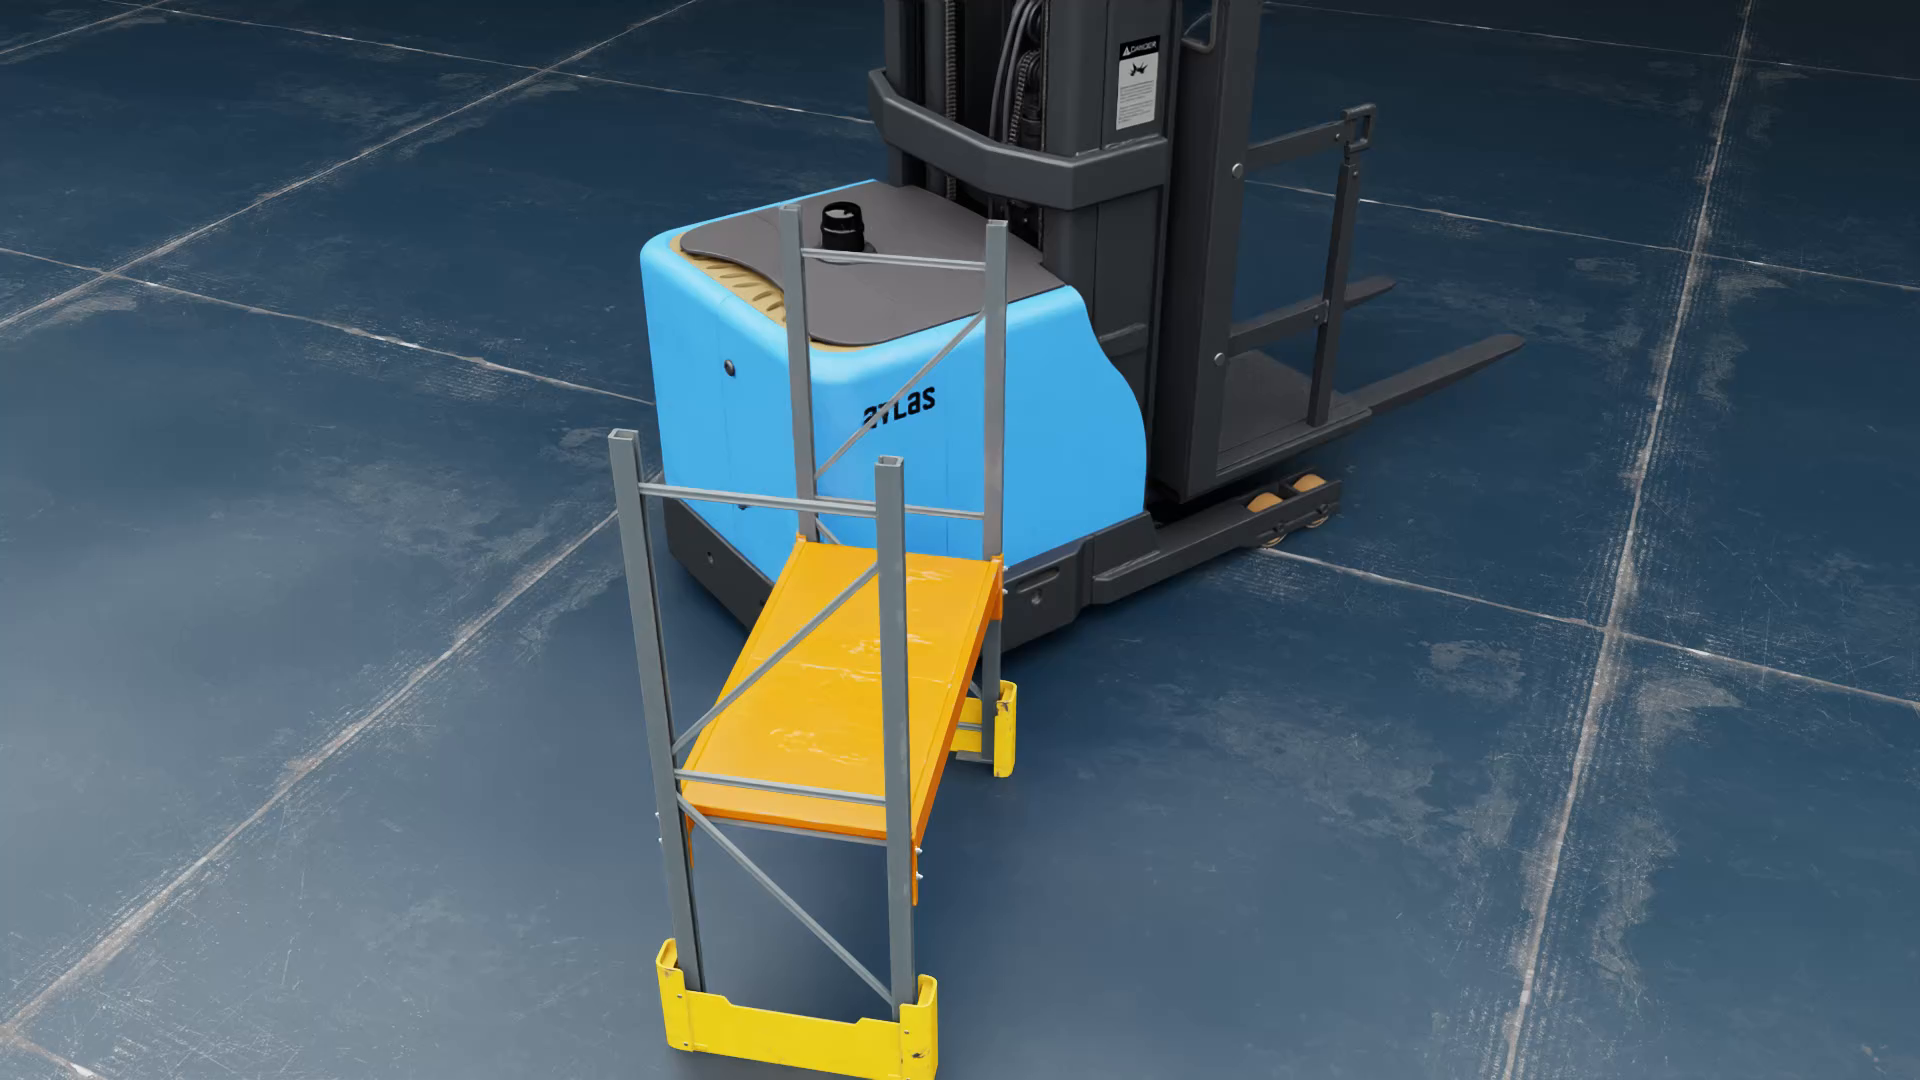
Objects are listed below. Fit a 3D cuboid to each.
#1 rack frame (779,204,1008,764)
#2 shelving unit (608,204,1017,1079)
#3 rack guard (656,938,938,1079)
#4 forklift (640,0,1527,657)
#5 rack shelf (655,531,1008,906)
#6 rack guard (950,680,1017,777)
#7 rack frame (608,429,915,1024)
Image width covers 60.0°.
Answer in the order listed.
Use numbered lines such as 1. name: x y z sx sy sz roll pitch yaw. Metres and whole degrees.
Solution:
1. rack frame: -0.145 -0.073 3.994 0.500 1.500 0.032 6 34 9
2. shelving unit: -0.244 0.205 3.569 0.587 1.500 1.083 6 34 9
3. rack guard: -0.340 0.996 3.503 0.587 0.250 0.087 6 34 9
4. forklift: 0.600 -1.418 4.740 3.031 2.935 1.130 -21 39 -29
5. rack shelf: -0.243 0.351 3.675 0.538 0.185 1.000 6 34 9
6. rack guard: -0.149 0.460 4.321 0.587 0.250 0.087 6 34 9
7. rack frame: -0.340 0.474 3.160 0.500 1.500 0.032 6 34 9
